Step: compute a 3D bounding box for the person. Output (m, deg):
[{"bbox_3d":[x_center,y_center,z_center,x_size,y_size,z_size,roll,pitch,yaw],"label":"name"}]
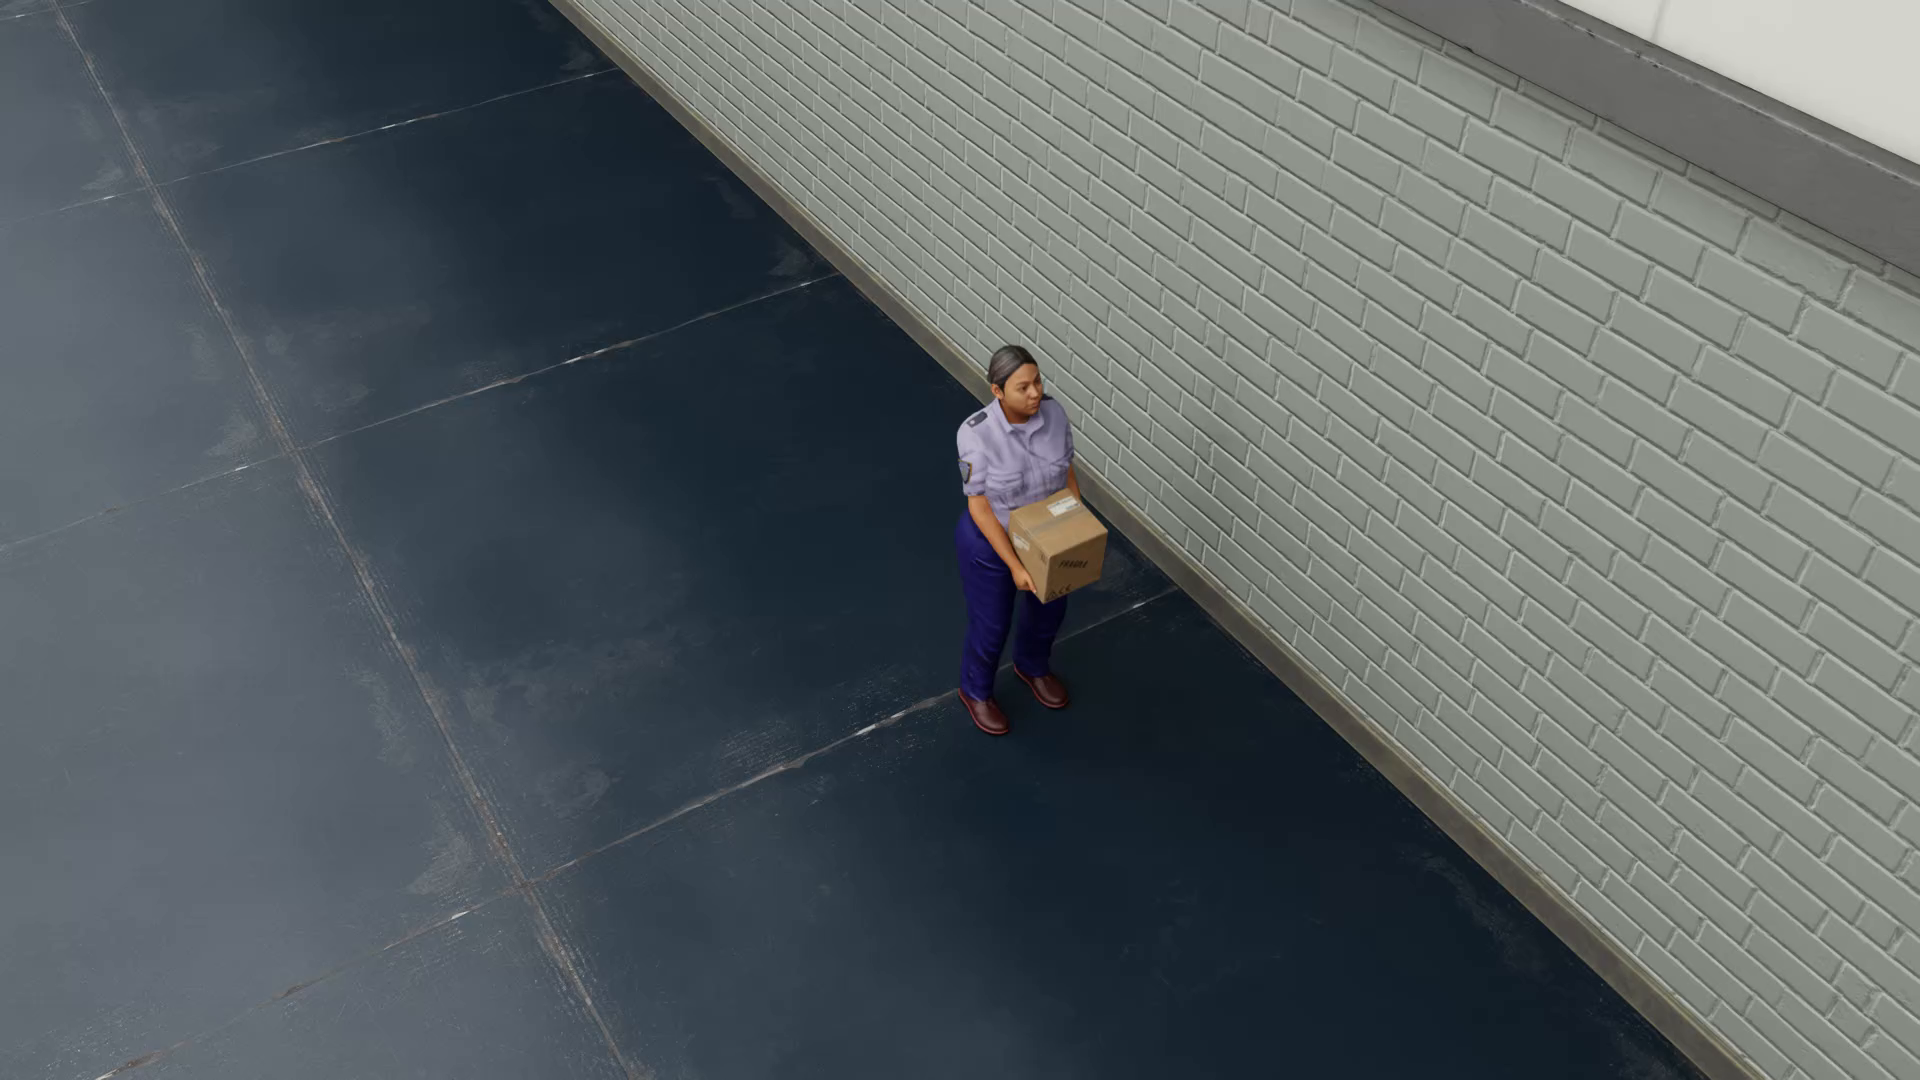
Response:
[{"bbox_3d":[0.249,0.048,6.123,0.452,1.634,0.516,-23,46,-24],"label":"person"}]
